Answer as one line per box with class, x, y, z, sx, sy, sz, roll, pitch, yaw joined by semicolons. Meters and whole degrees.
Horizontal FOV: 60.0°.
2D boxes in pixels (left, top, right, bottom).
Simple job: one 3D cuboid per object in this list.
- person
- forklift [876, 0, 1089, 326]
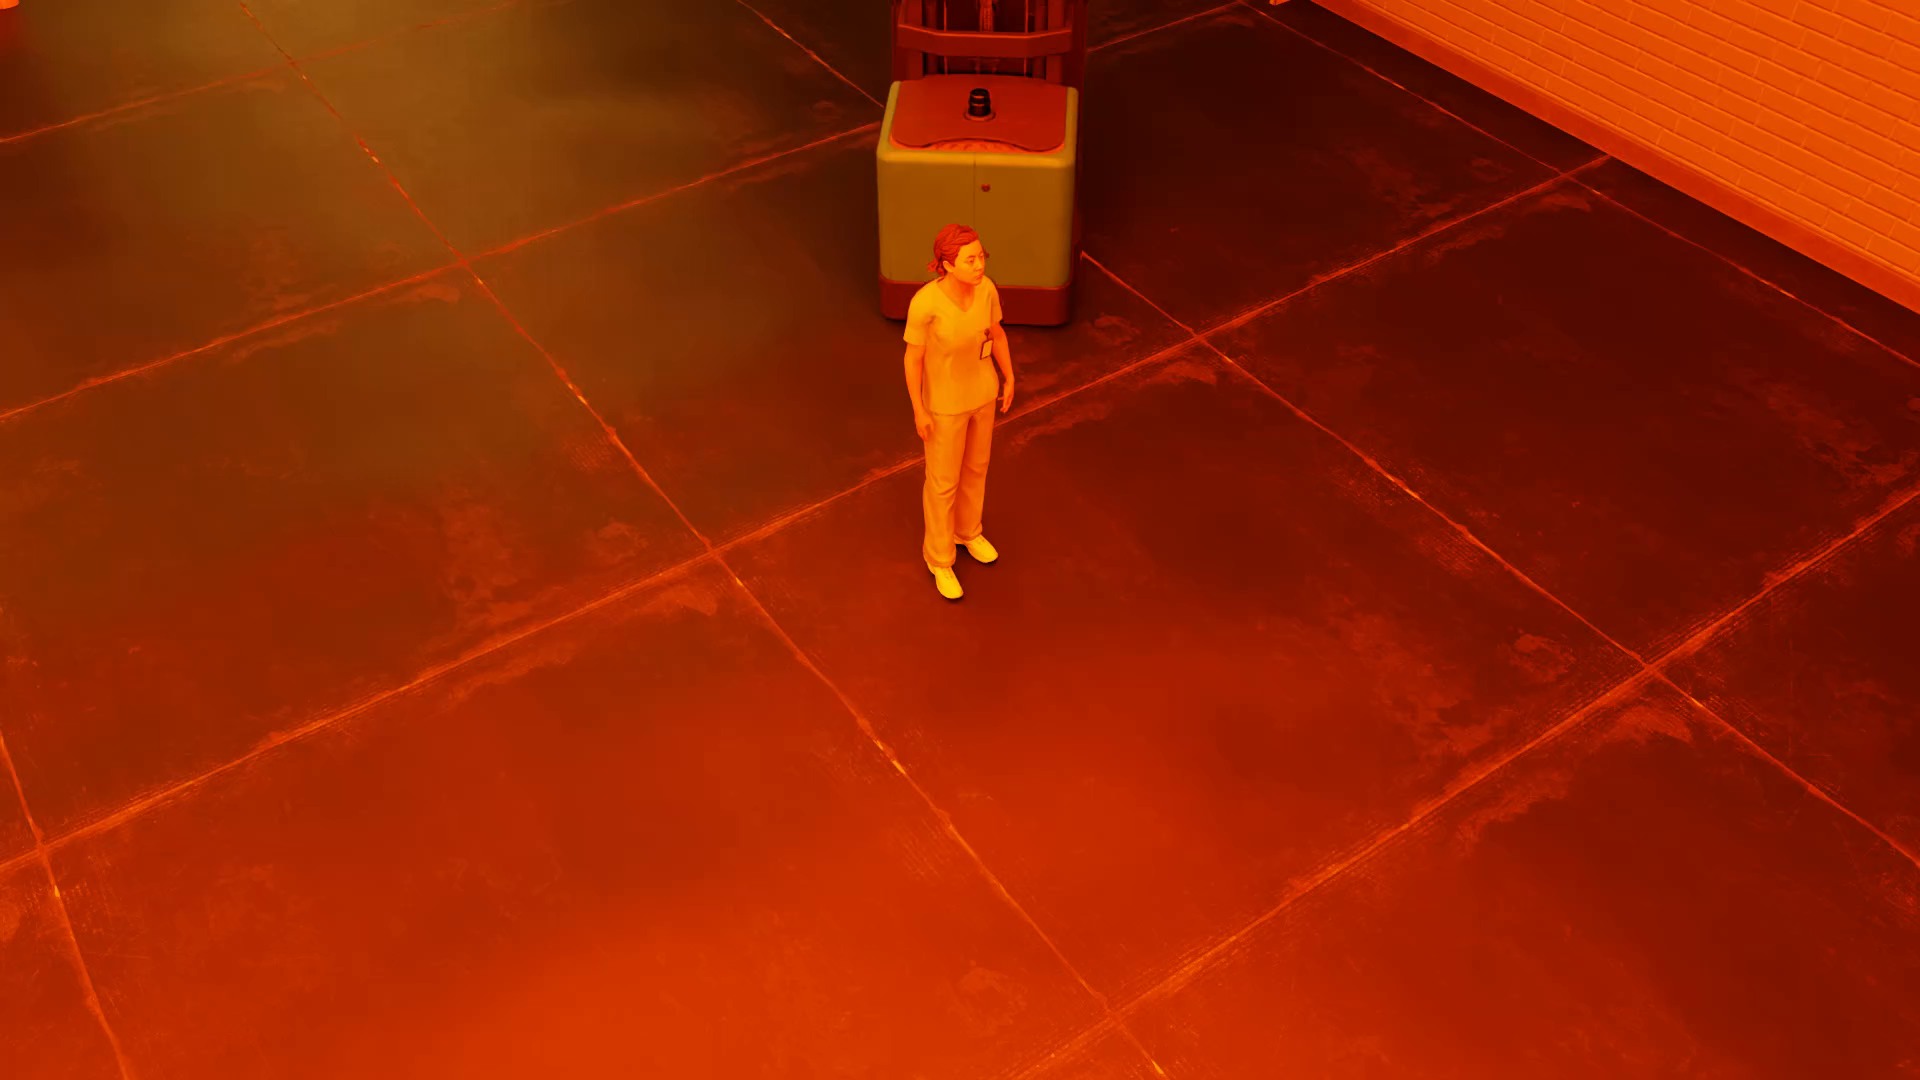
person;0.036;-0.571;7.251;0.550;1.675;0.533;-25;48;-25
forklift;0.181;-3.233;9.224;1.130;2.935;3.031;3;43;3
